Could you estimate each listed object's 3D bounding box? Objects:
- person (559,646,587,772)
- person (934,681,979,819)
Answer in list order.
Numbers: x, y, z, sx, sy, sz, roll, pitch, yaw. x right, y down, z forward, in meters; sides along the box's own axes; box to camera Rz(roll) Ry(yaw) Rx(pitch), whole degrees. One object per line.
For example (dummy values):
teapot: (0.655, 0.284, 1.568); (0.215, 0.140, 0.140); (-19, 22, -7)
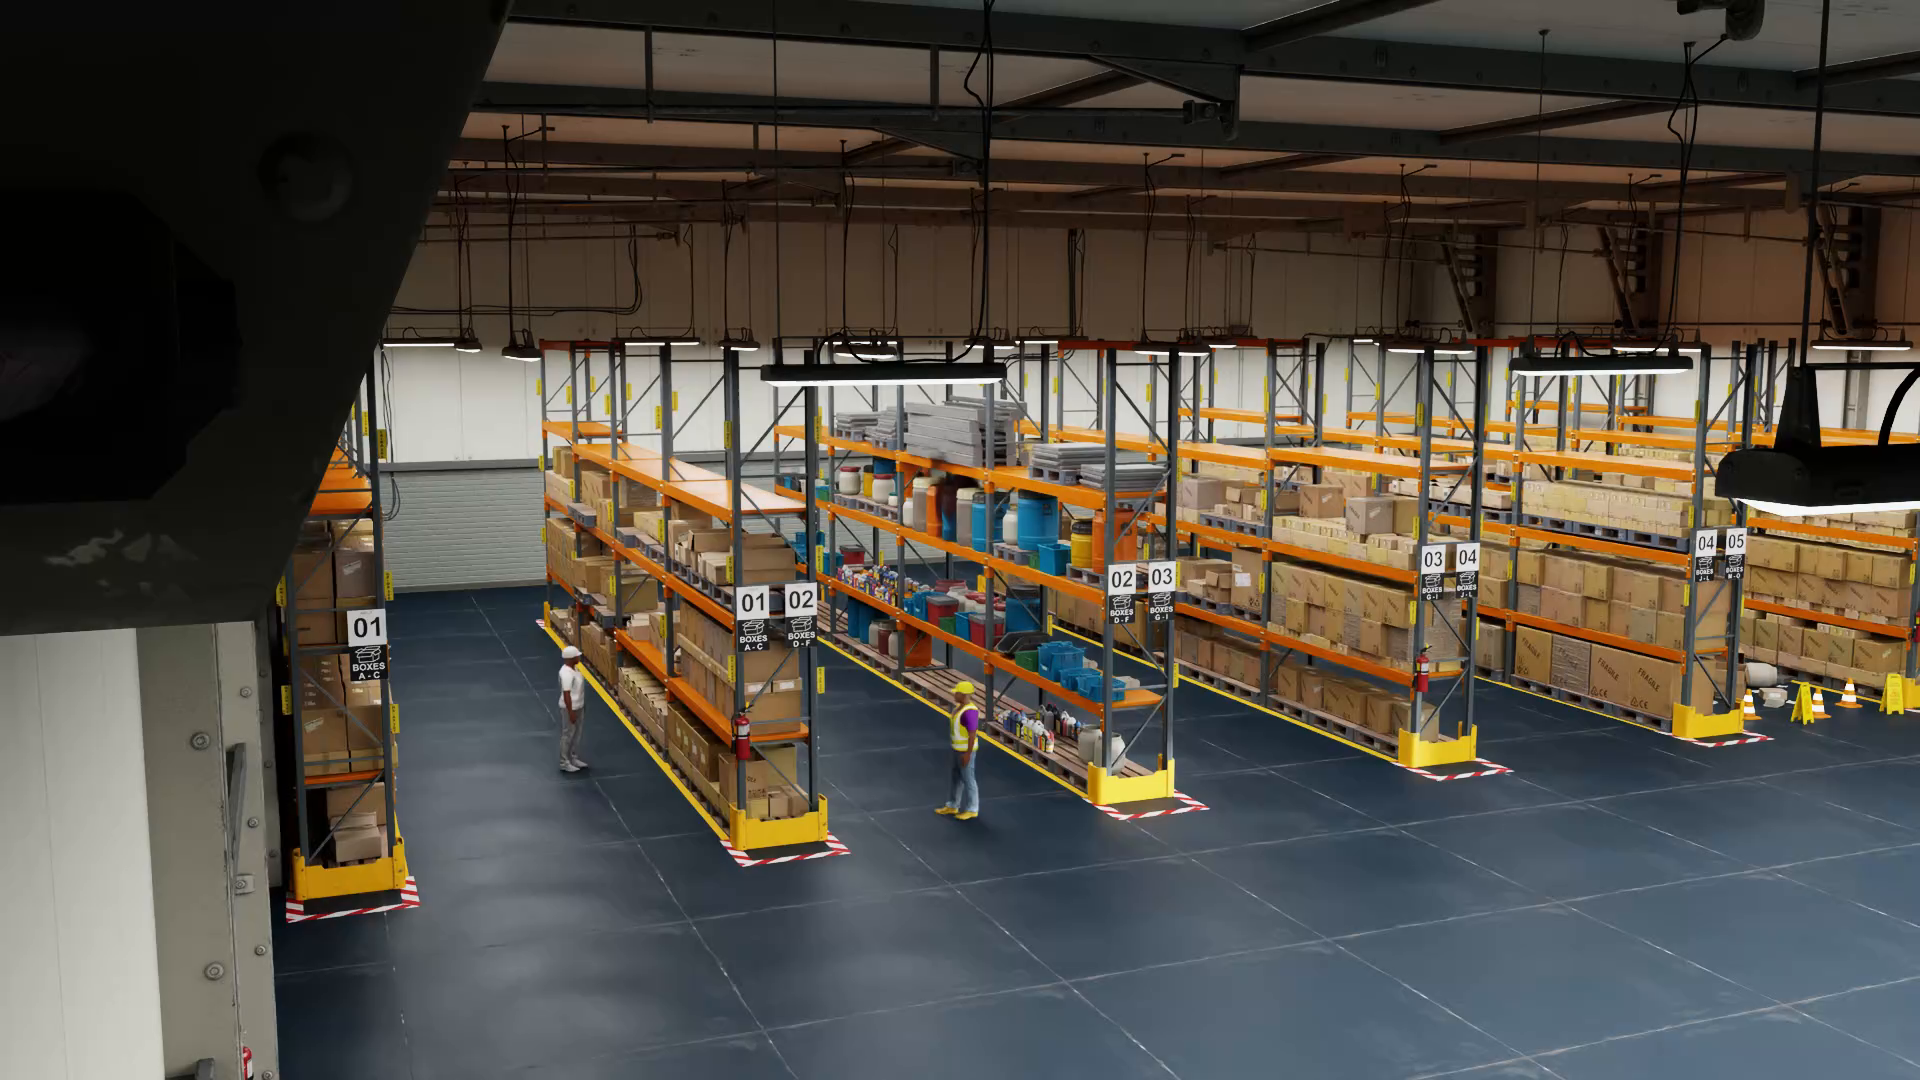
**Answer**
person: (-5.514, 2.380, 23.671); (0.365, 1.778, 0.627); (1, 8, 8)
person: (-0.021, 2.690, 21.293); (0.504, 1.779, 0.609); (-2, 8, -17)
